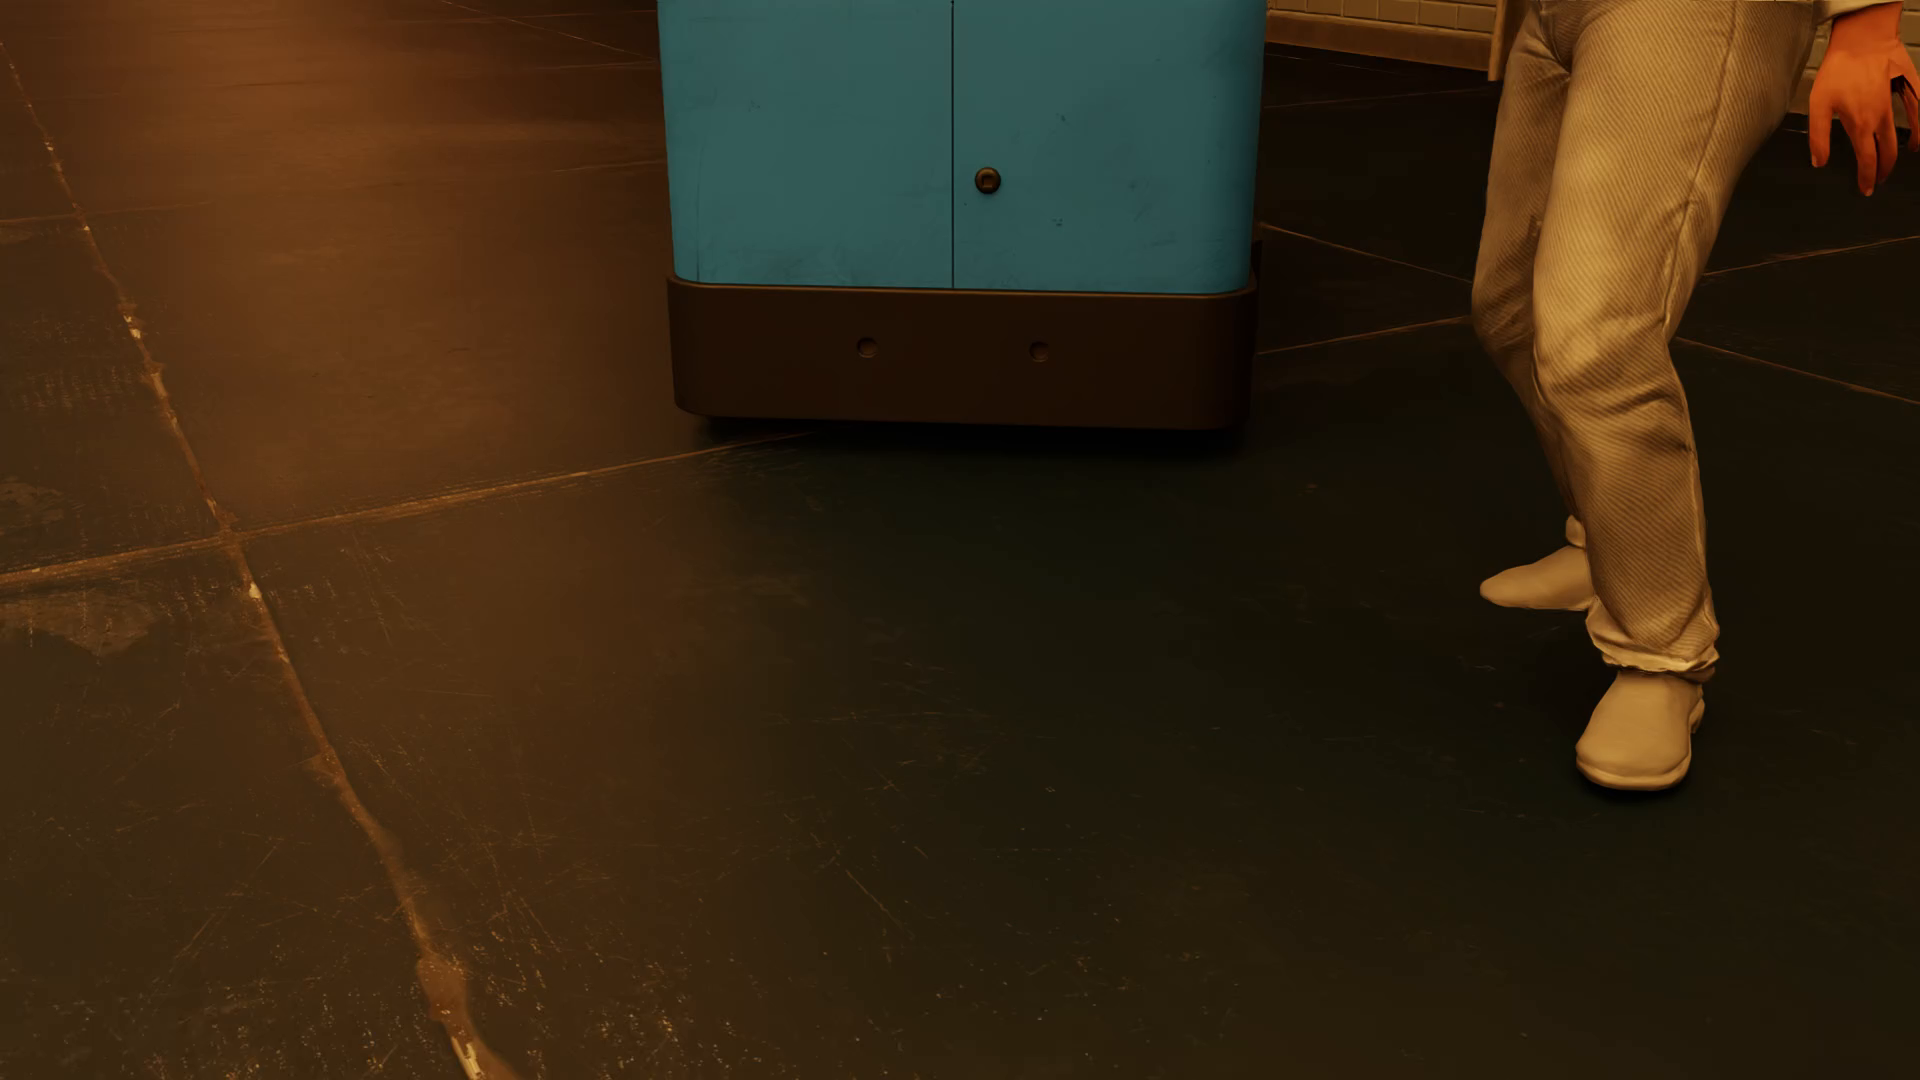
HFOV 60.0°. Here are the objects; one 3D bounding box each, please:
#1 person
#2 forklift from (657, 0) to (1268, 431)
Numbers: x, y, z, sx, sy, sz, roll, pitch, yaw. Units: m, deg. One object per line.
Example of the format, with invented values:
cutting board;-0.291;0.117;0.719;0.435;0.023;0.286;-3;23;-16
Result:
person;0.832;-0.648;1.974;0.467;1.745;0.867;0;22;0
forklift;0.123;-2.067;3.810;1.130;2.935;3.031;2;22;5
